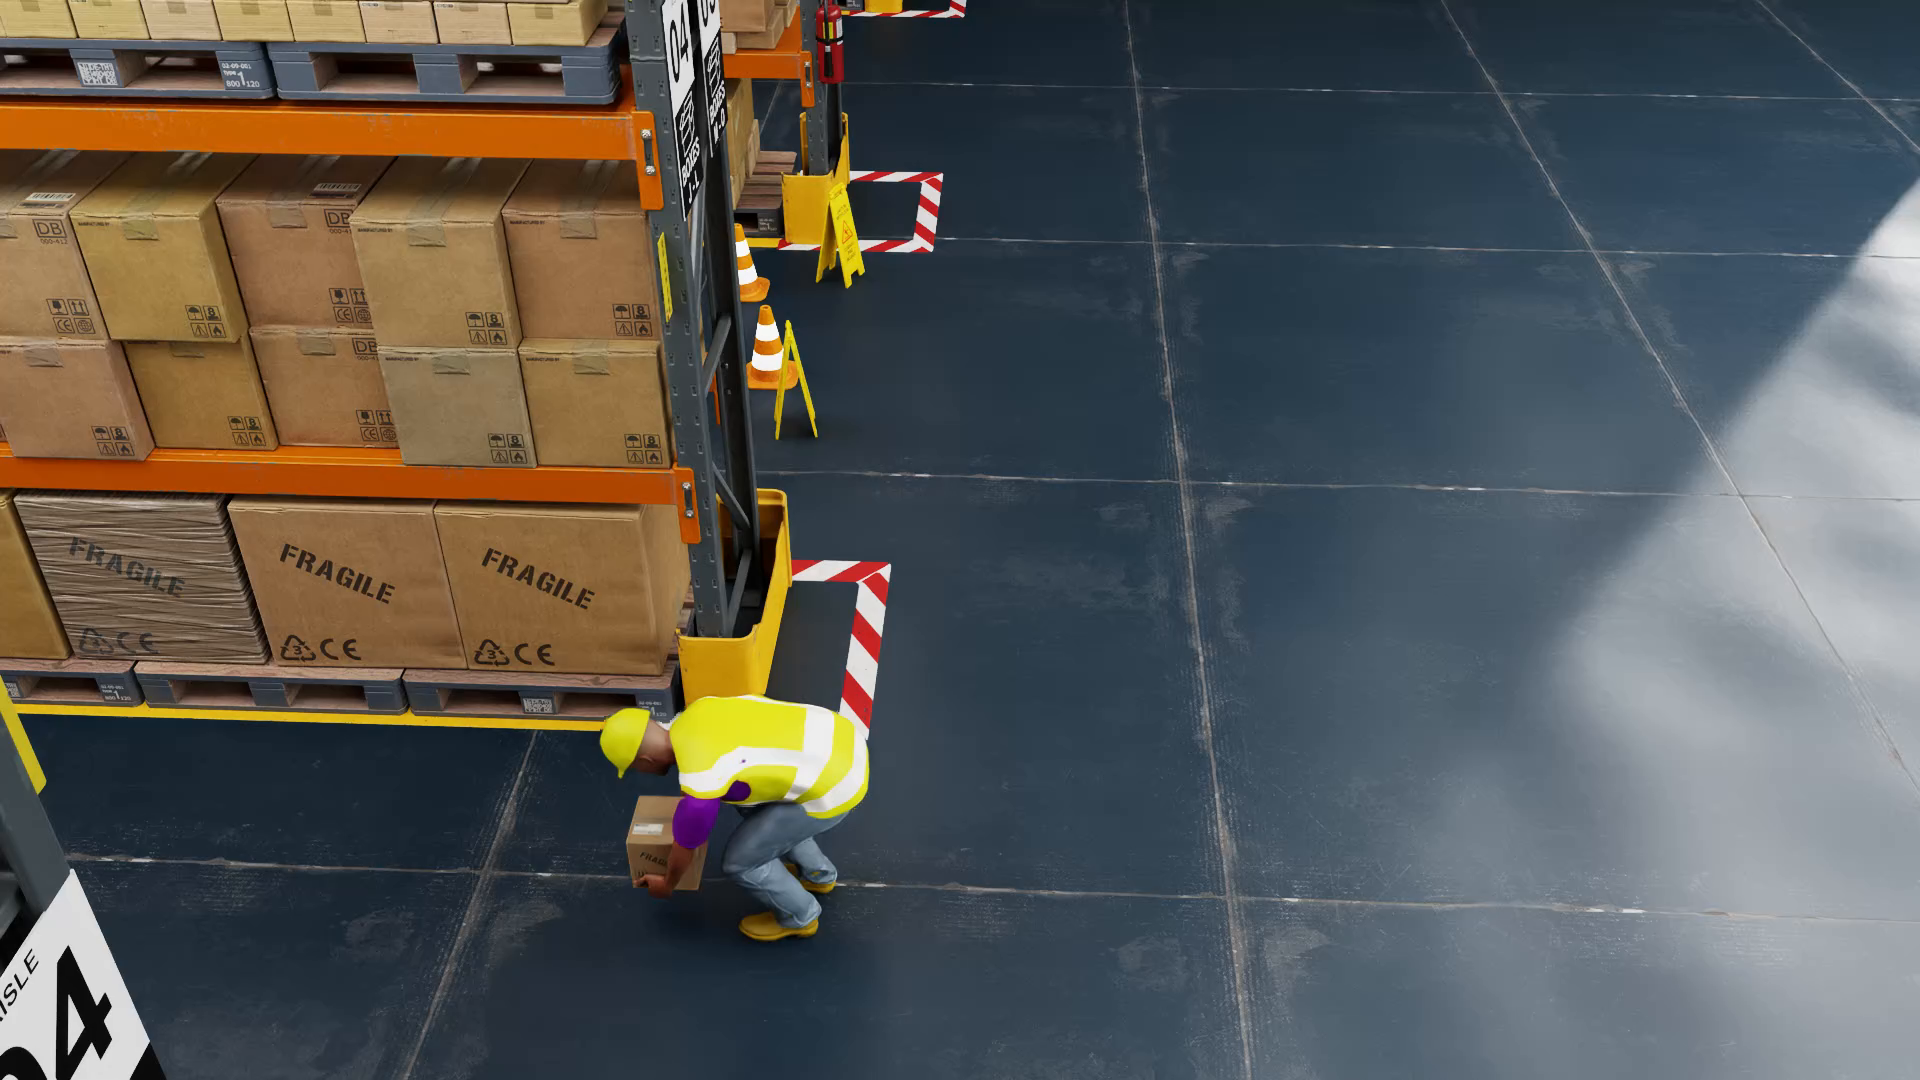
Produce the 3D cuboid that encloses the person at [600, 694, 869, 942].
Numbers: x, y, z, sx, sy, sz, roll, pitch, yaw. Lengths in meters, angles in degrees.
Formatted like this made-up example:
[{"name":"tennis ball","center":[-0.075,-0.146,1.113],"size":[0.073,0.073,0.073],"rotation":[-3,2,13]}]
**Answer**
[{"name":"person","center":[-0.819,1.039,6.262],"size":[0.965,1.042,0.522],"rotation":[0,35,0]}]
